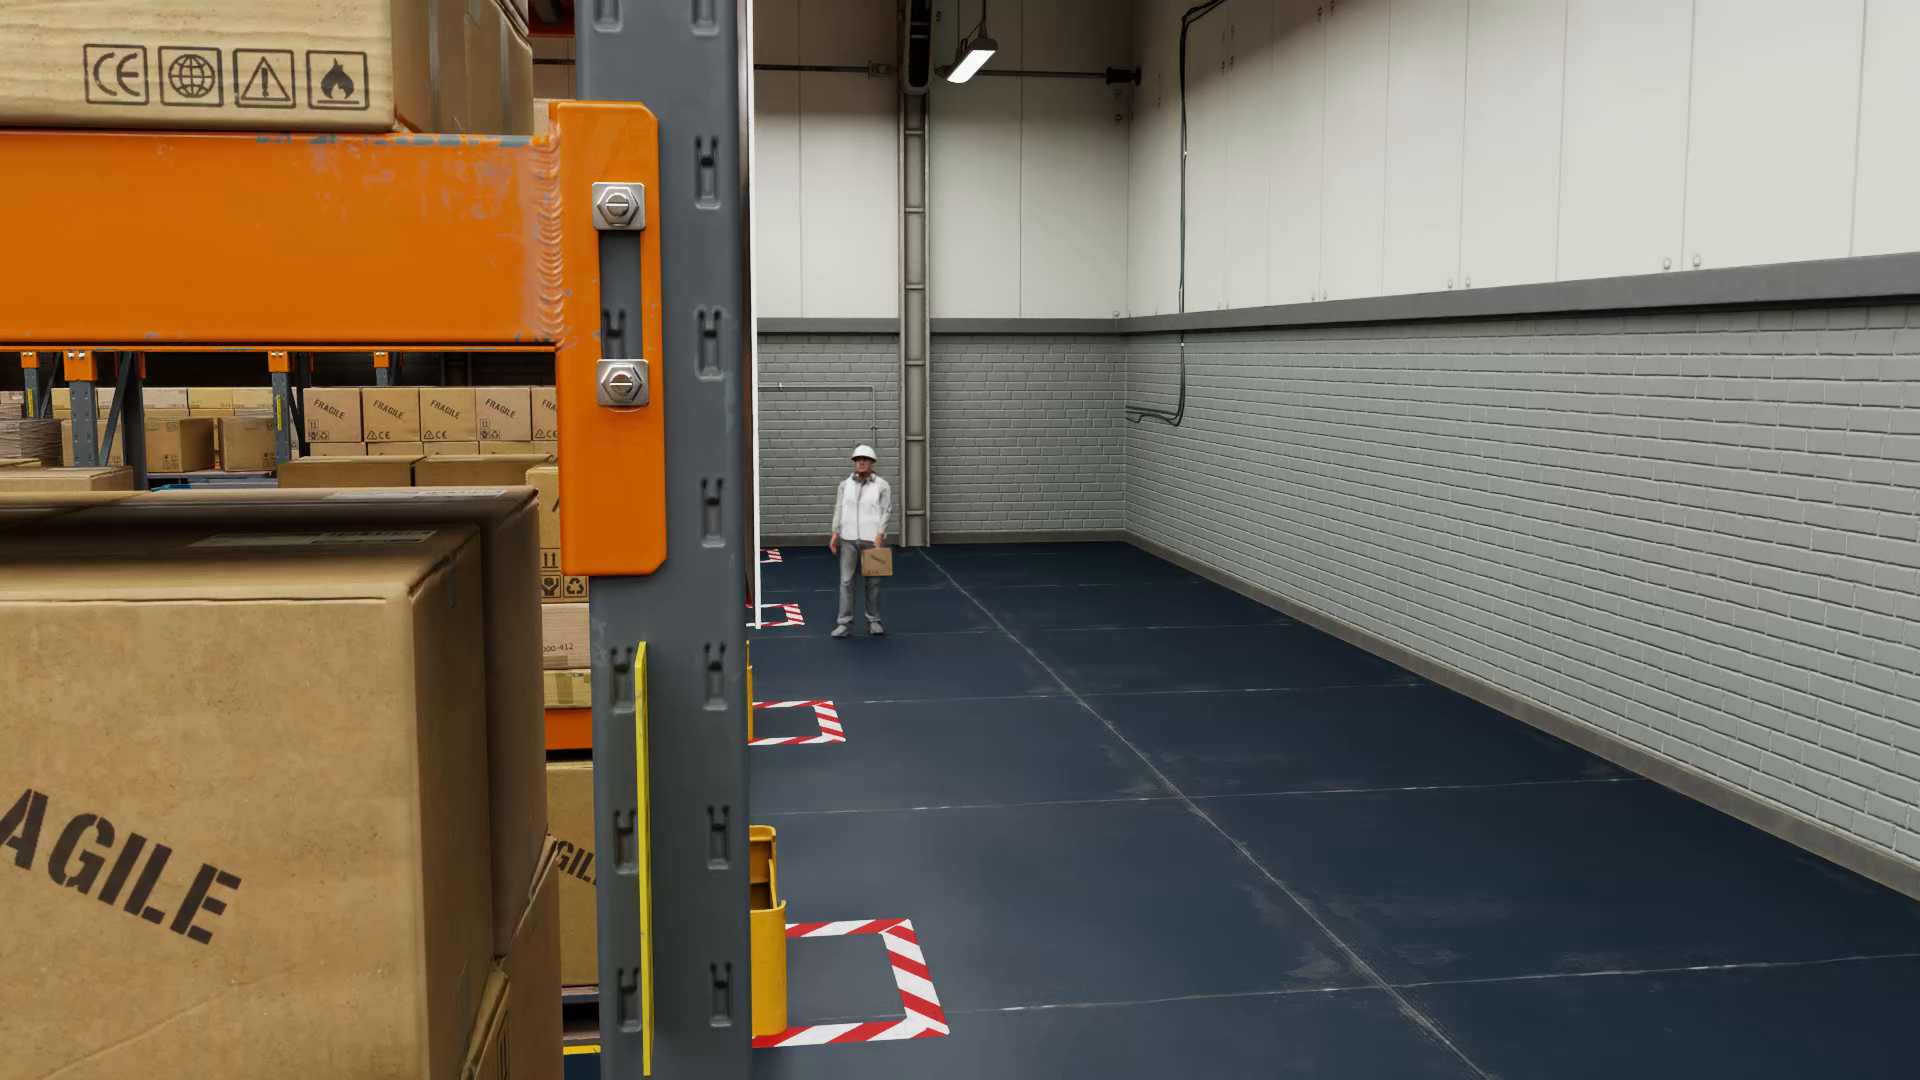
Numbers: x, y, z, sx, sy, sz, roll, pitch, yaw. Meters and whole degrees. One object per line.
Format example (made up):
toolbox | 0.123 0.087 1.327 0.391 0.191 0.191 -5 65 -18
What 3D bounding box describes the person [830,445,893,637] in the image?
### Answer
person | -0.934 0.006 15.522 0.523 1.777 0.545 1 7 10
